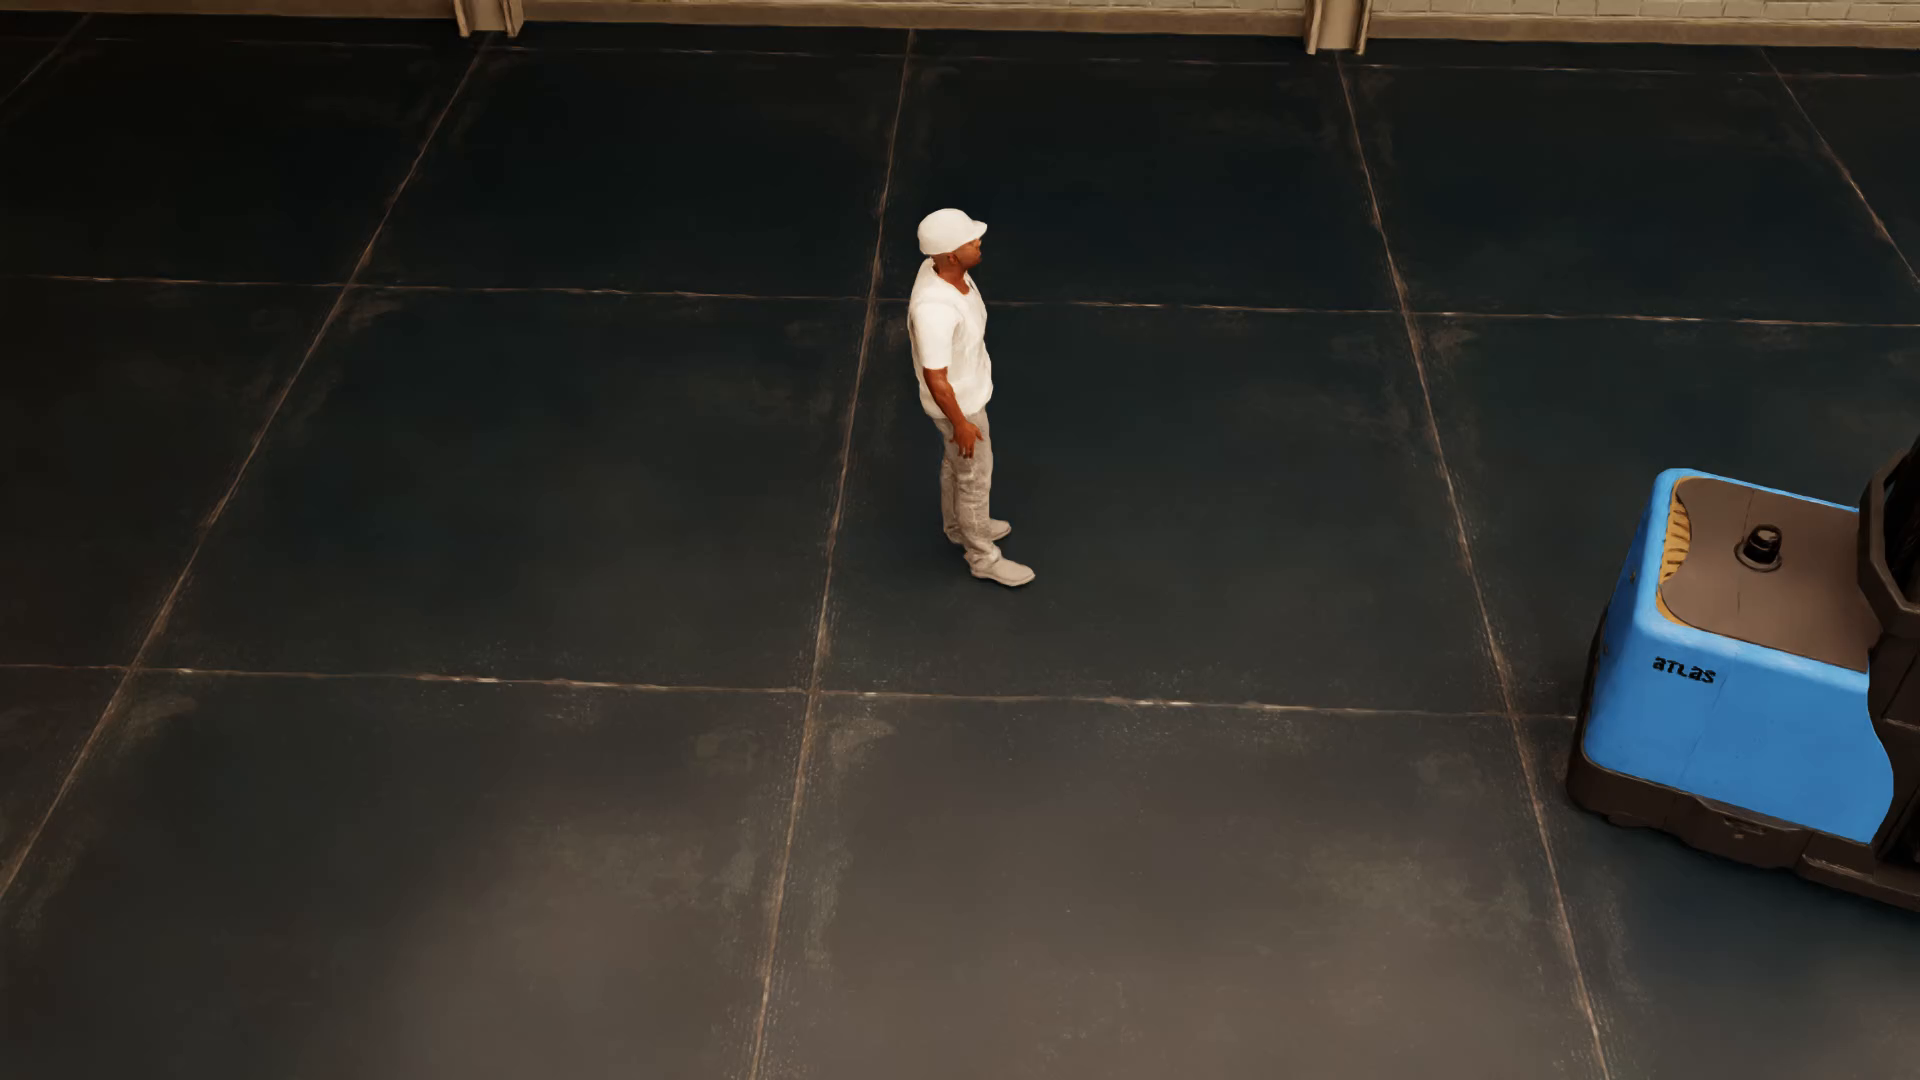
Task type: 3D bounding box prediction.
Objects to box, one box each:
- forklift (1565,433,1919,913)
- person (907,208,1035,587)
[{"bbox_3d":[4.011,0.083,5.651,3.031,2.935,1.130,16,45,16],"label":"forklift"},{"bbox_3d":[0.069,-0.652,7.310,0.576,1.766,0.665,2,42,2],"label":"person"}]
